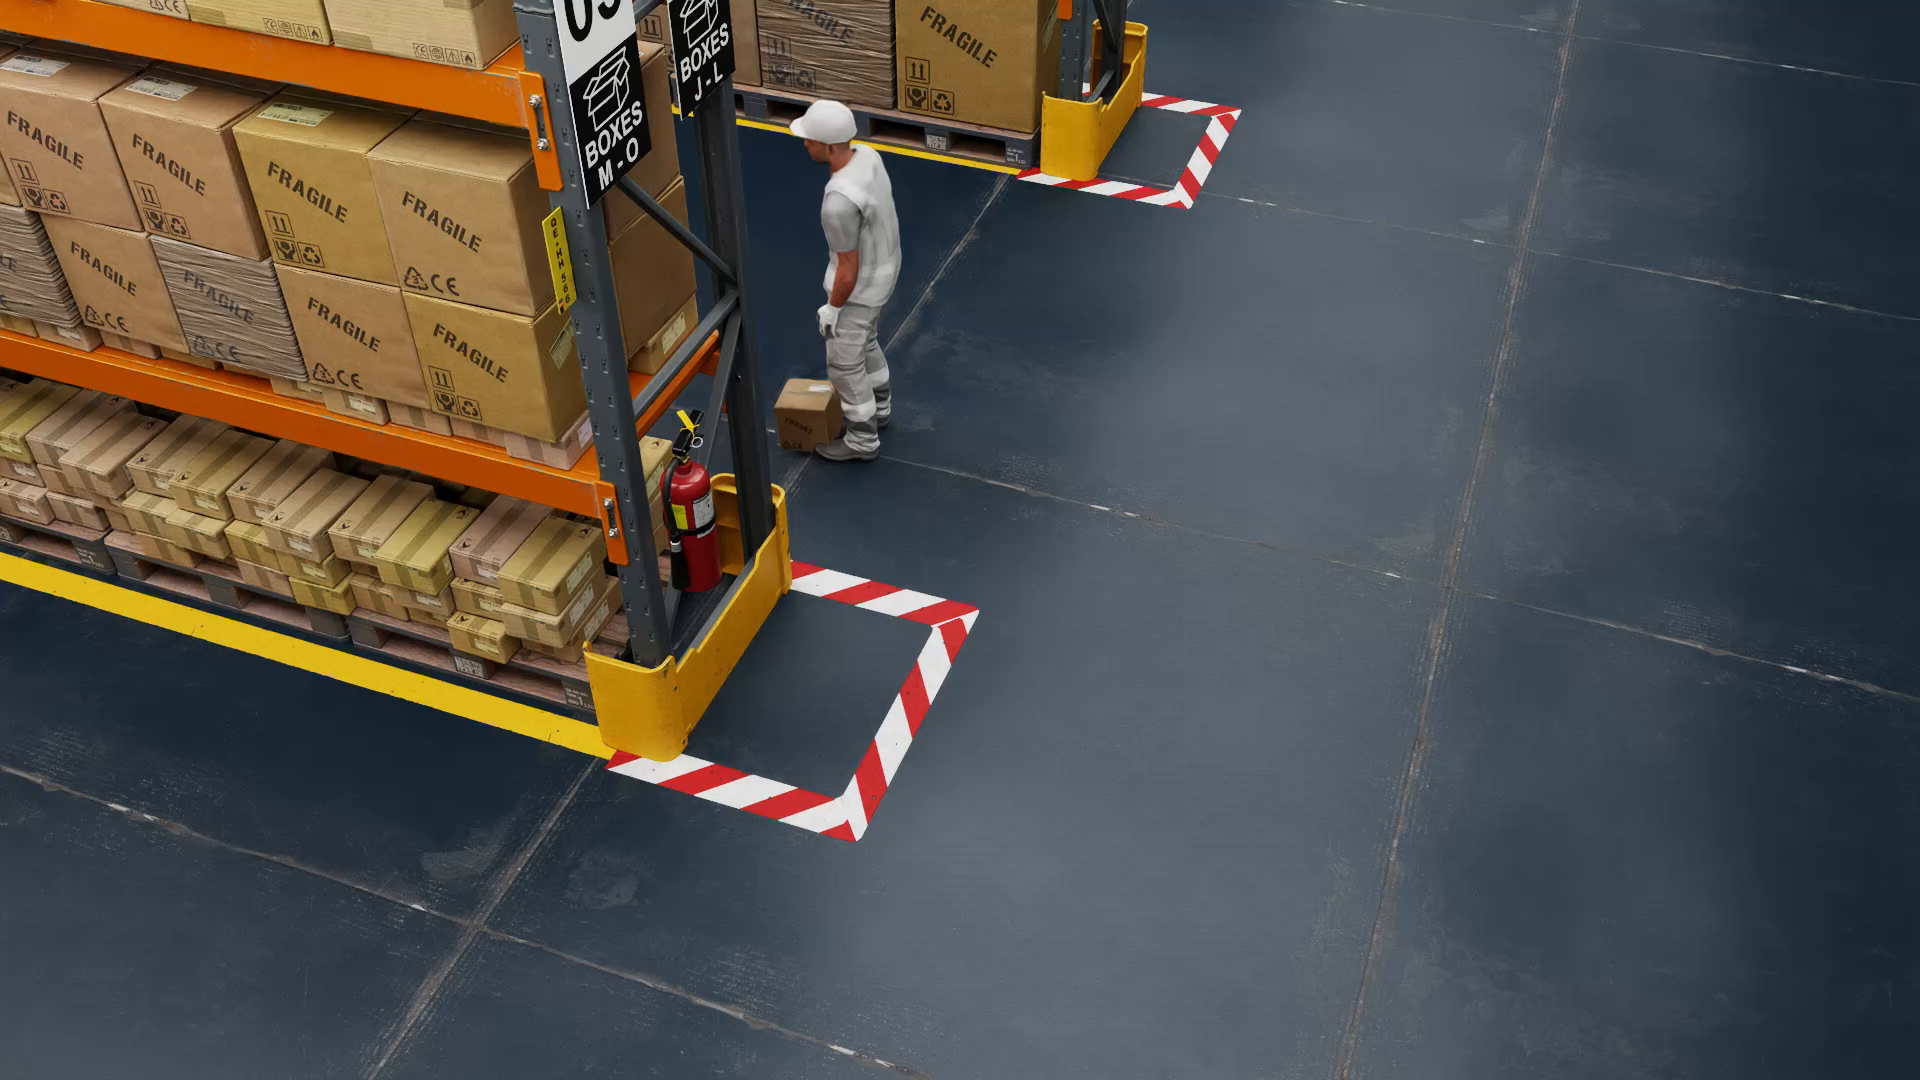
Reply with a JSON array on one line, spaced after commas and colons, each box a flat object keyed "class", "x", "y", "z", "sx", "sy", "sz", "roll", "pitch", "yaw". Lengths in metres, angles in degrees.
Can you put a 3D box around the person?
[{"class": "person", "x": -0.489, "y": -1.148, "z": 7.461, "sx": 0.441, "sy": 1.780, "sz": 0.579, "roll": 7, "pitch": 42, "yaw": 9}]
